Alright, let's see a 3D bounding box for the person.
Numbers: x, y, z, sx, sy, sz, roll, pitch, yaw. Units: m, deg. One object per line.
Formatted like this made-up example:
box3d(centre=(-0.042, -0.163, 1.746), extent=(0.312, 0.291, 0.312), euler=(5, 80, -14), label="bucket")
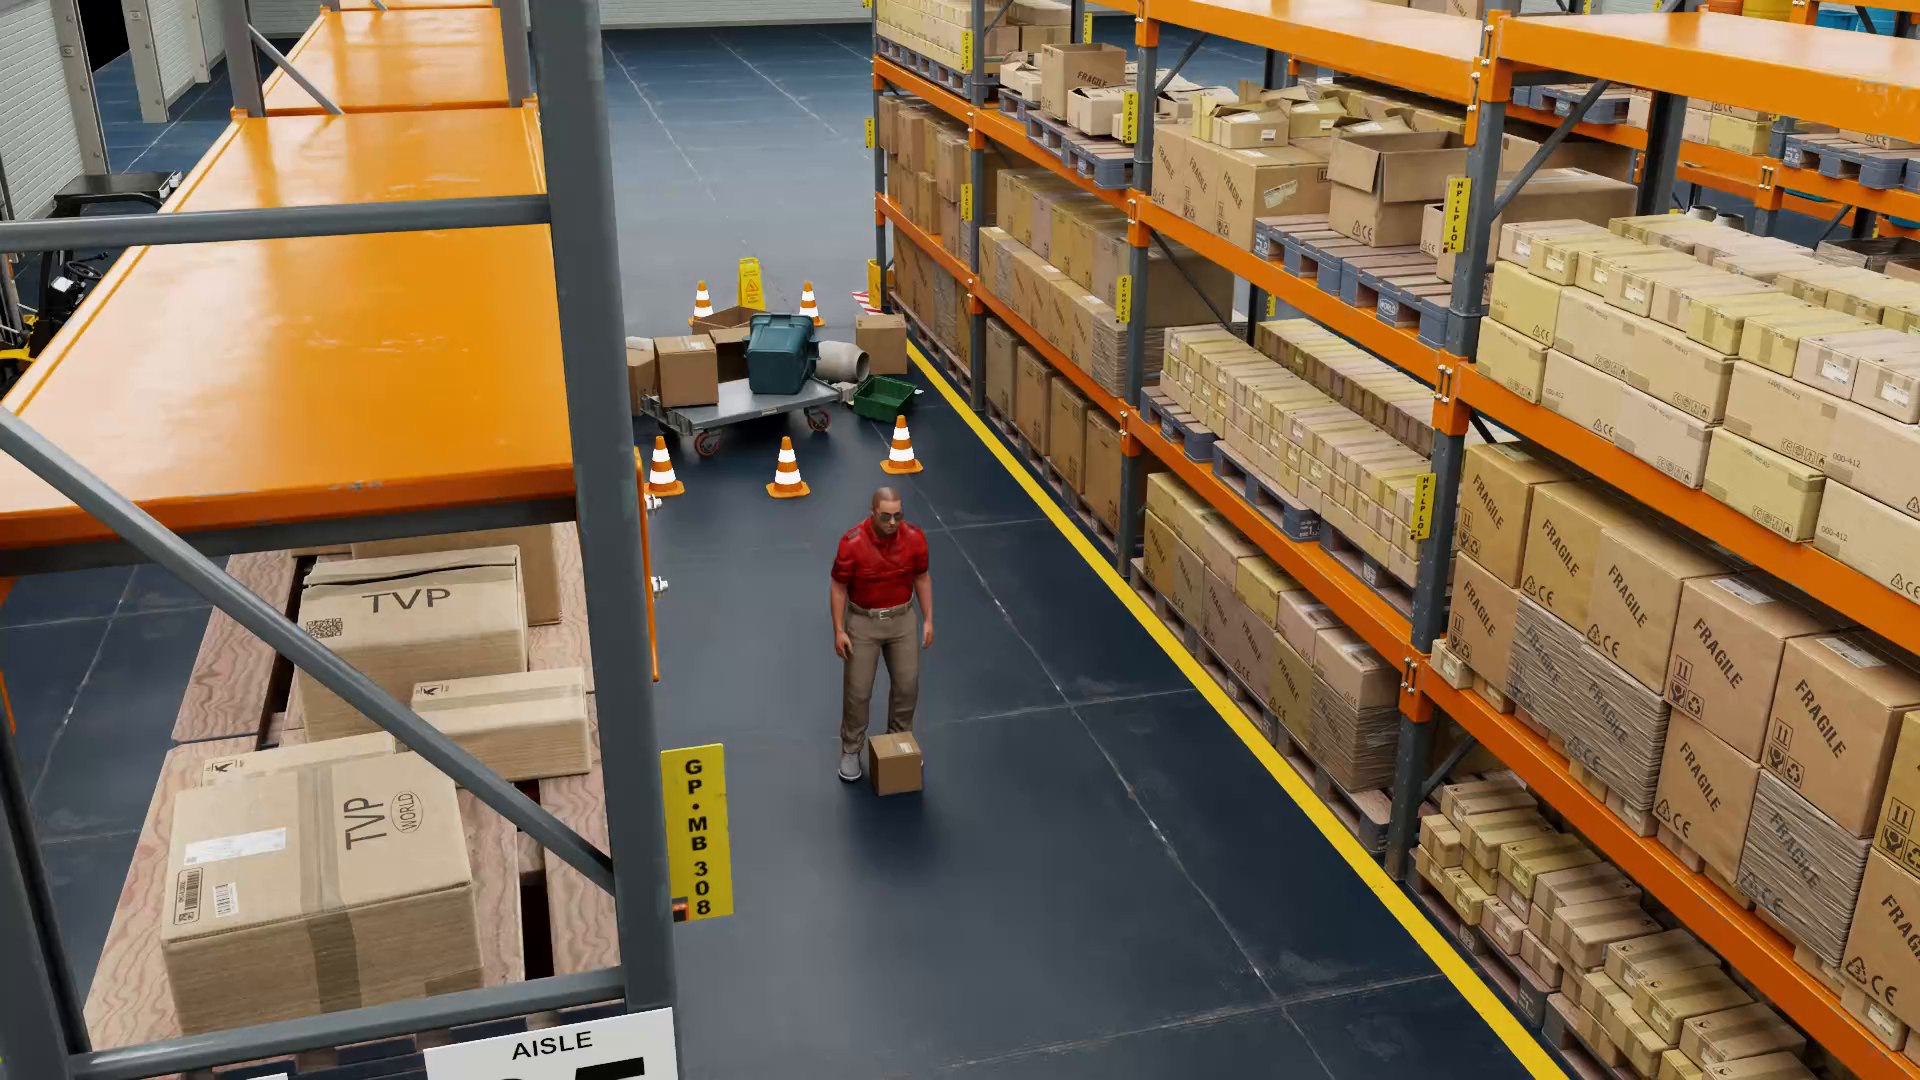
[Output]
box3d(centre=(-0.438, 0.499, 9.421), extent=(0.603, 1.728, 0.374), euler=(-7, 24, -17), label="person")
